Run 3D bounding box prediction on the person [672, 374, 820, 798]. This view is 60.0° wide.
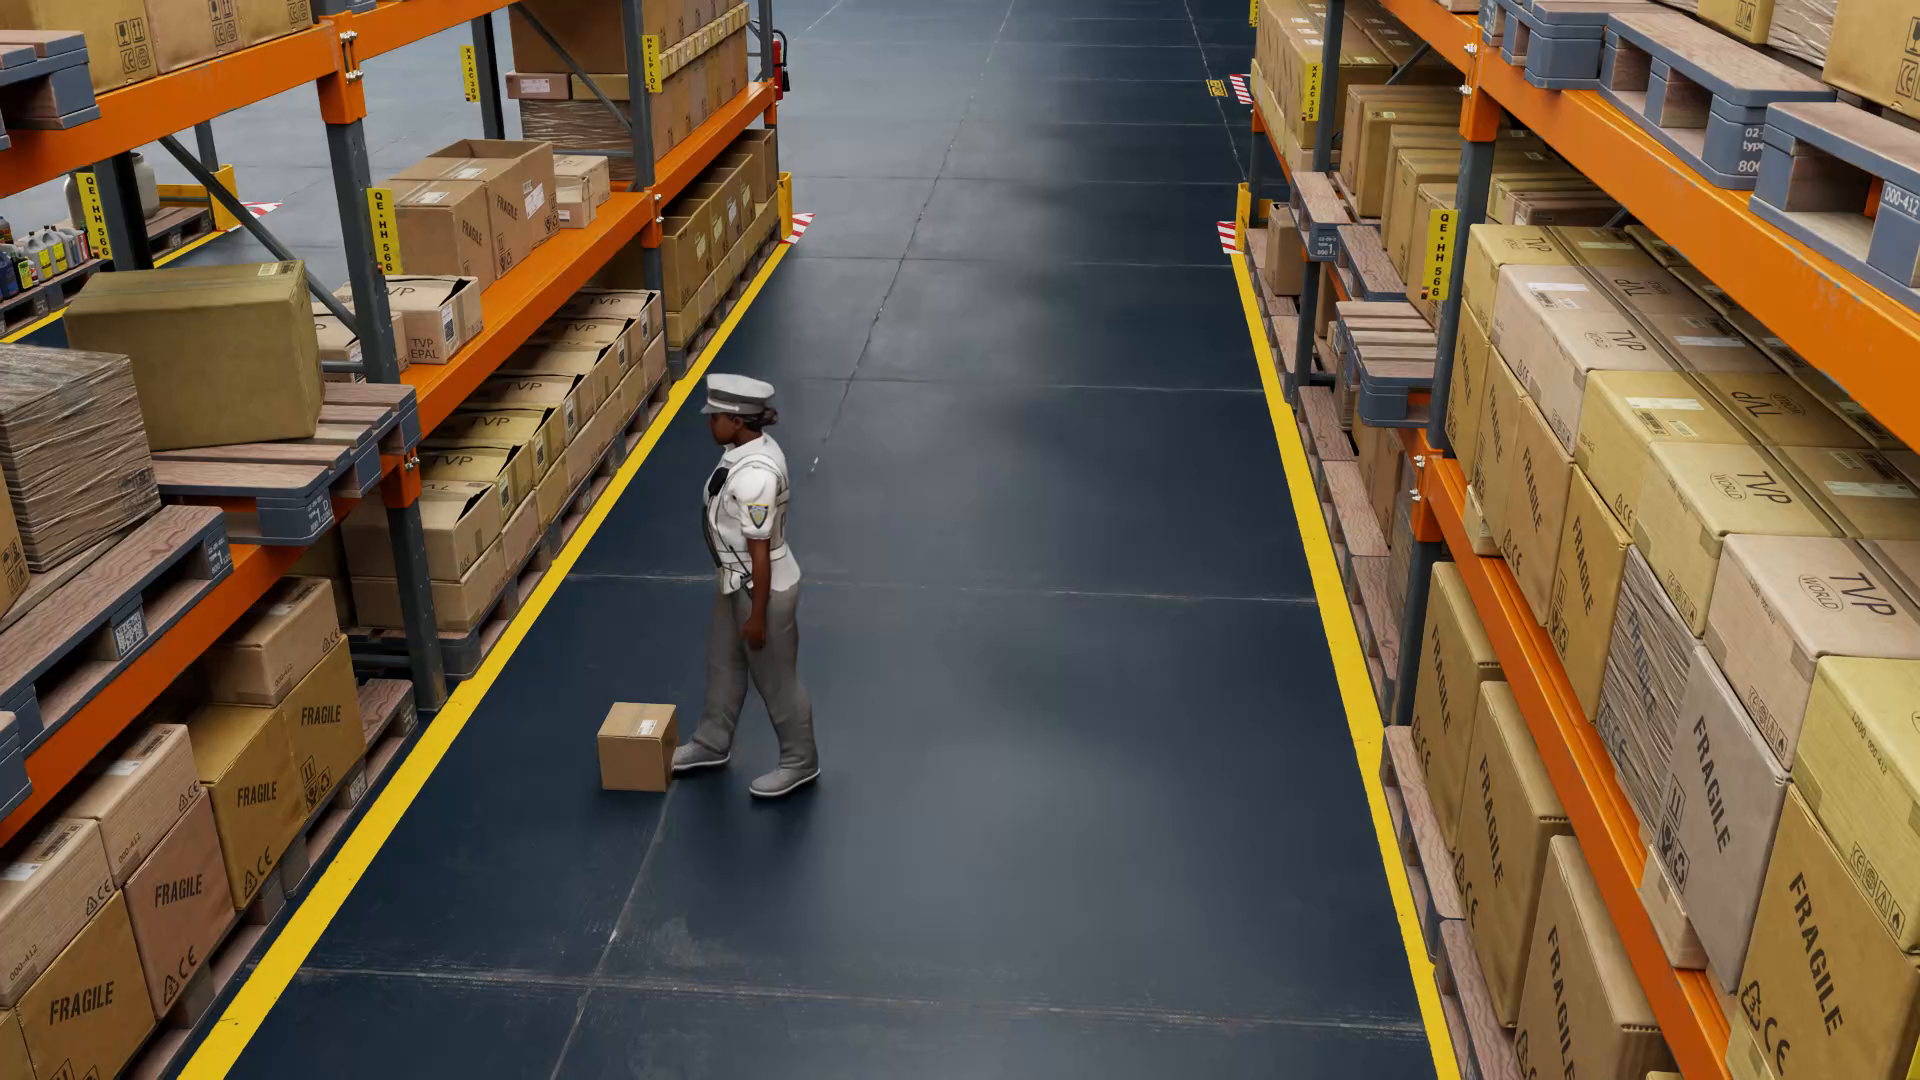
[{"bbox_3d":[-0.863,0.192,6.156,0.626,1.662,0.459,-6,25,-12],"label":"person"}]
